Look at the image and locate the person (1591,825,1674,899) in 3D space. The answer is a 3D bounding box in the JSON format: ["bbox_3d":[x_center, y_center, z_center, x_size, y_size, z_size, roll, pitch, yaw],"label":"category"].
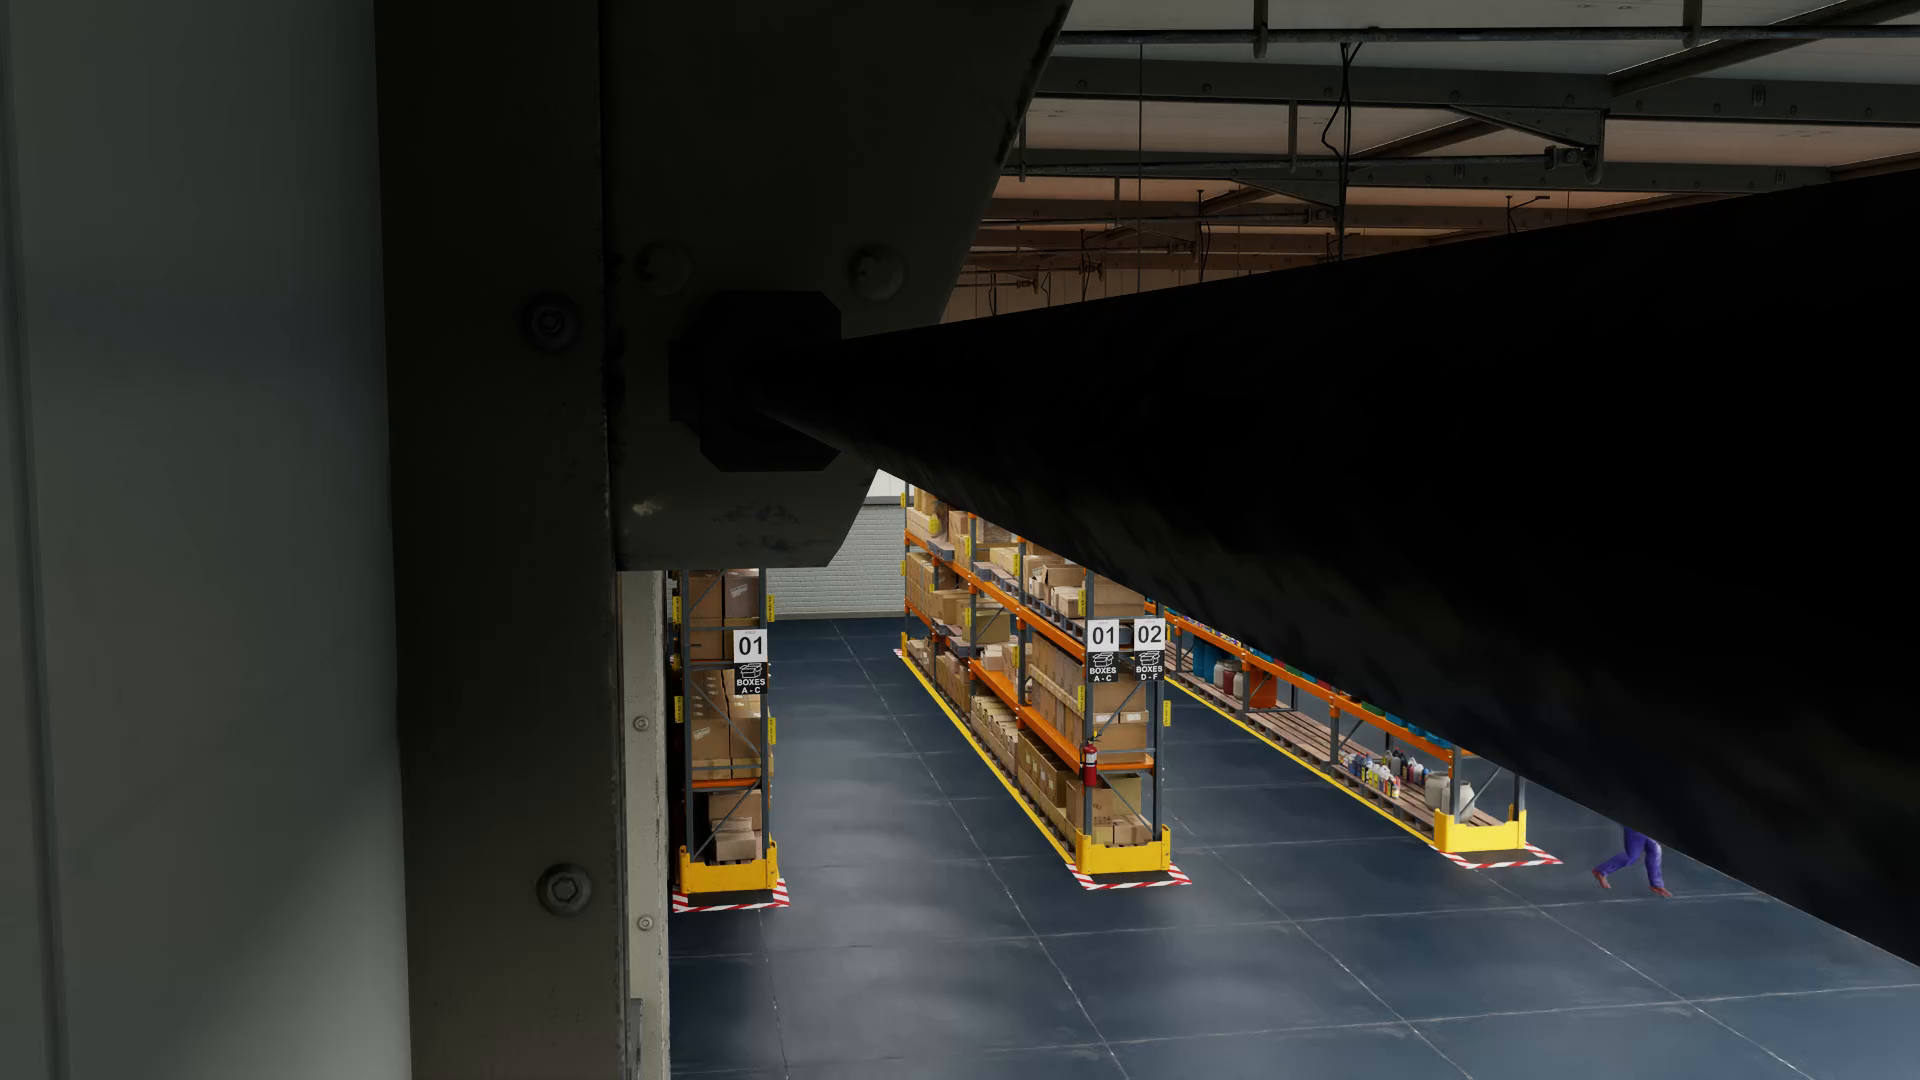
[{"bbox_3d":[8.107,3.454,19.967,0.935,1.670,0.615,3,6,24],"label":"person"}]
